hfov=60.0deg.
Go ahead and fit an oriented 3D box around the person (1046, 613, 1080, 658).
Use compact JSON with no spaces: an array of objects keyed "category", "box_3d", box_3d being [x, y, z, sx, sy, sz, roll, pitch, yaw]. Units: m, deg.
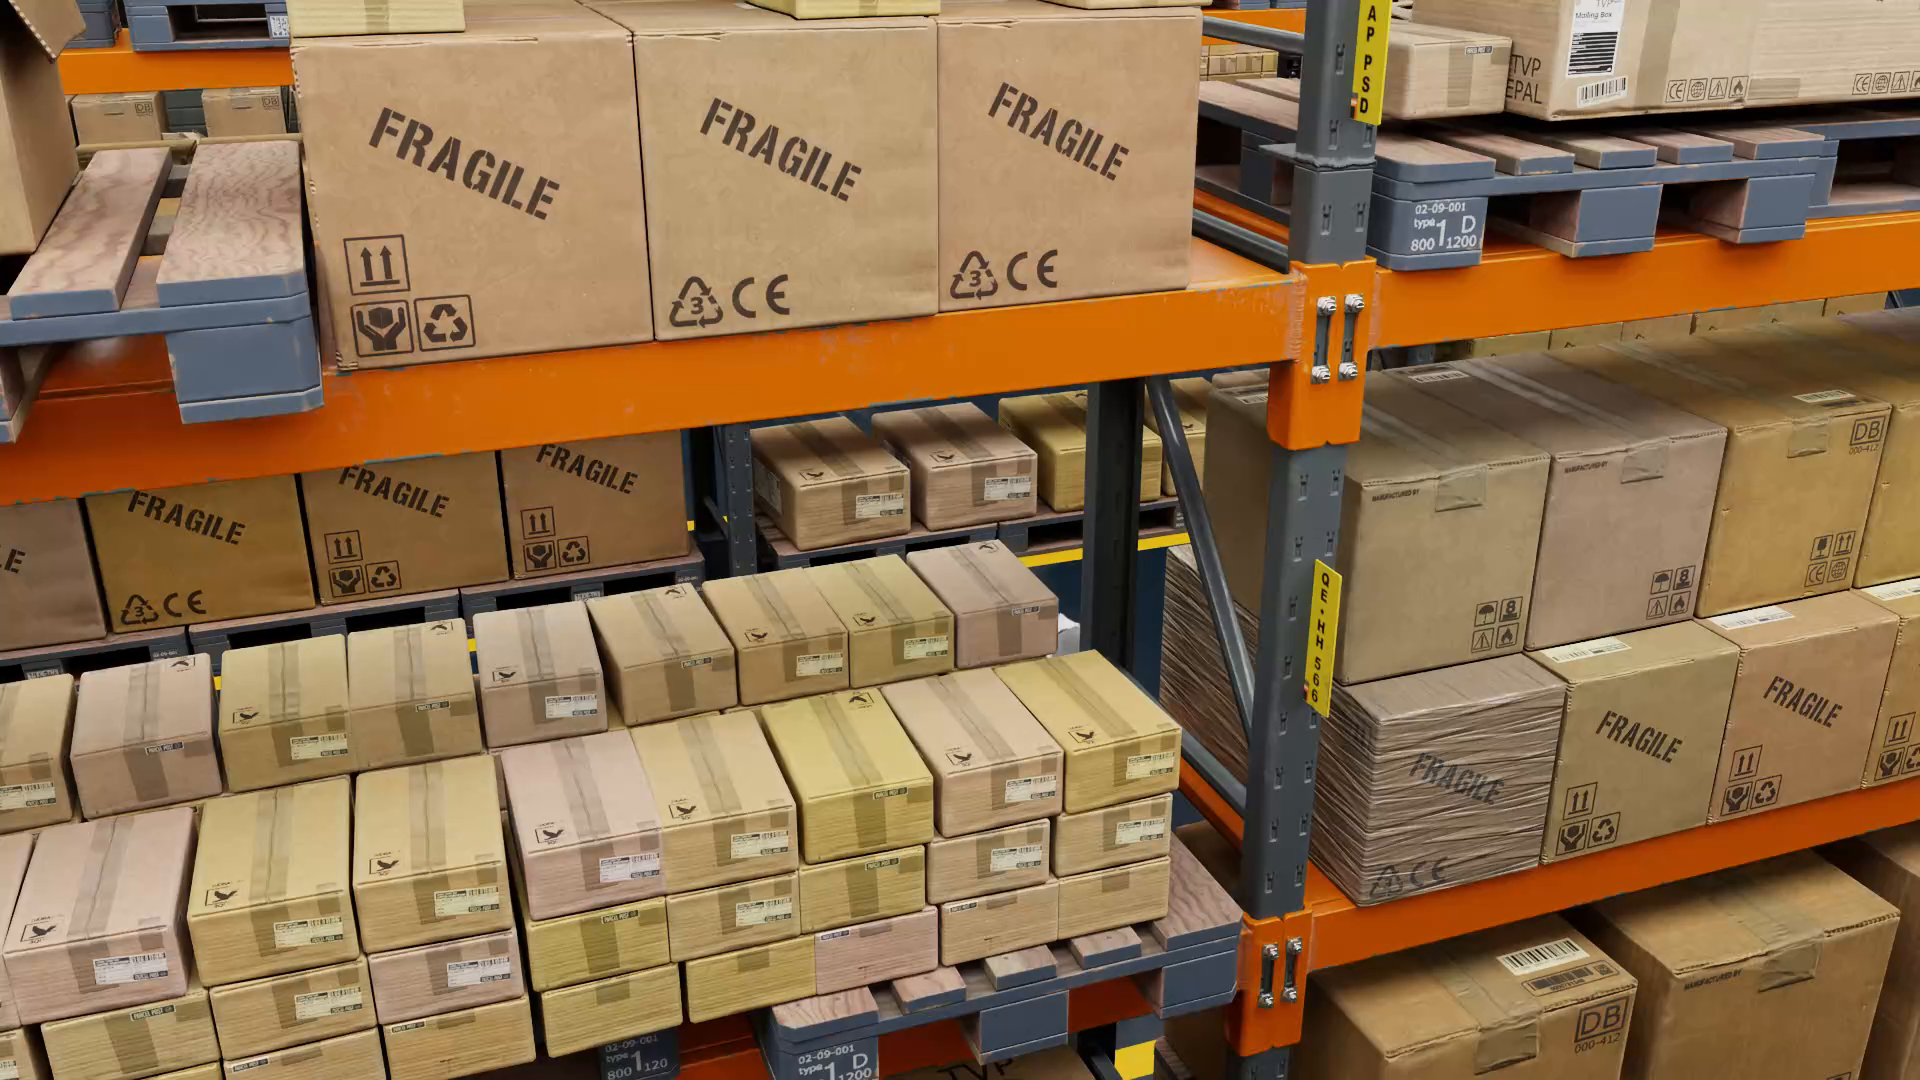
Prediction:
[{"category":"person","box_3d":[0.286,0.664,6.380,0.466,0.992,0.916,-9,24,-21]}]
